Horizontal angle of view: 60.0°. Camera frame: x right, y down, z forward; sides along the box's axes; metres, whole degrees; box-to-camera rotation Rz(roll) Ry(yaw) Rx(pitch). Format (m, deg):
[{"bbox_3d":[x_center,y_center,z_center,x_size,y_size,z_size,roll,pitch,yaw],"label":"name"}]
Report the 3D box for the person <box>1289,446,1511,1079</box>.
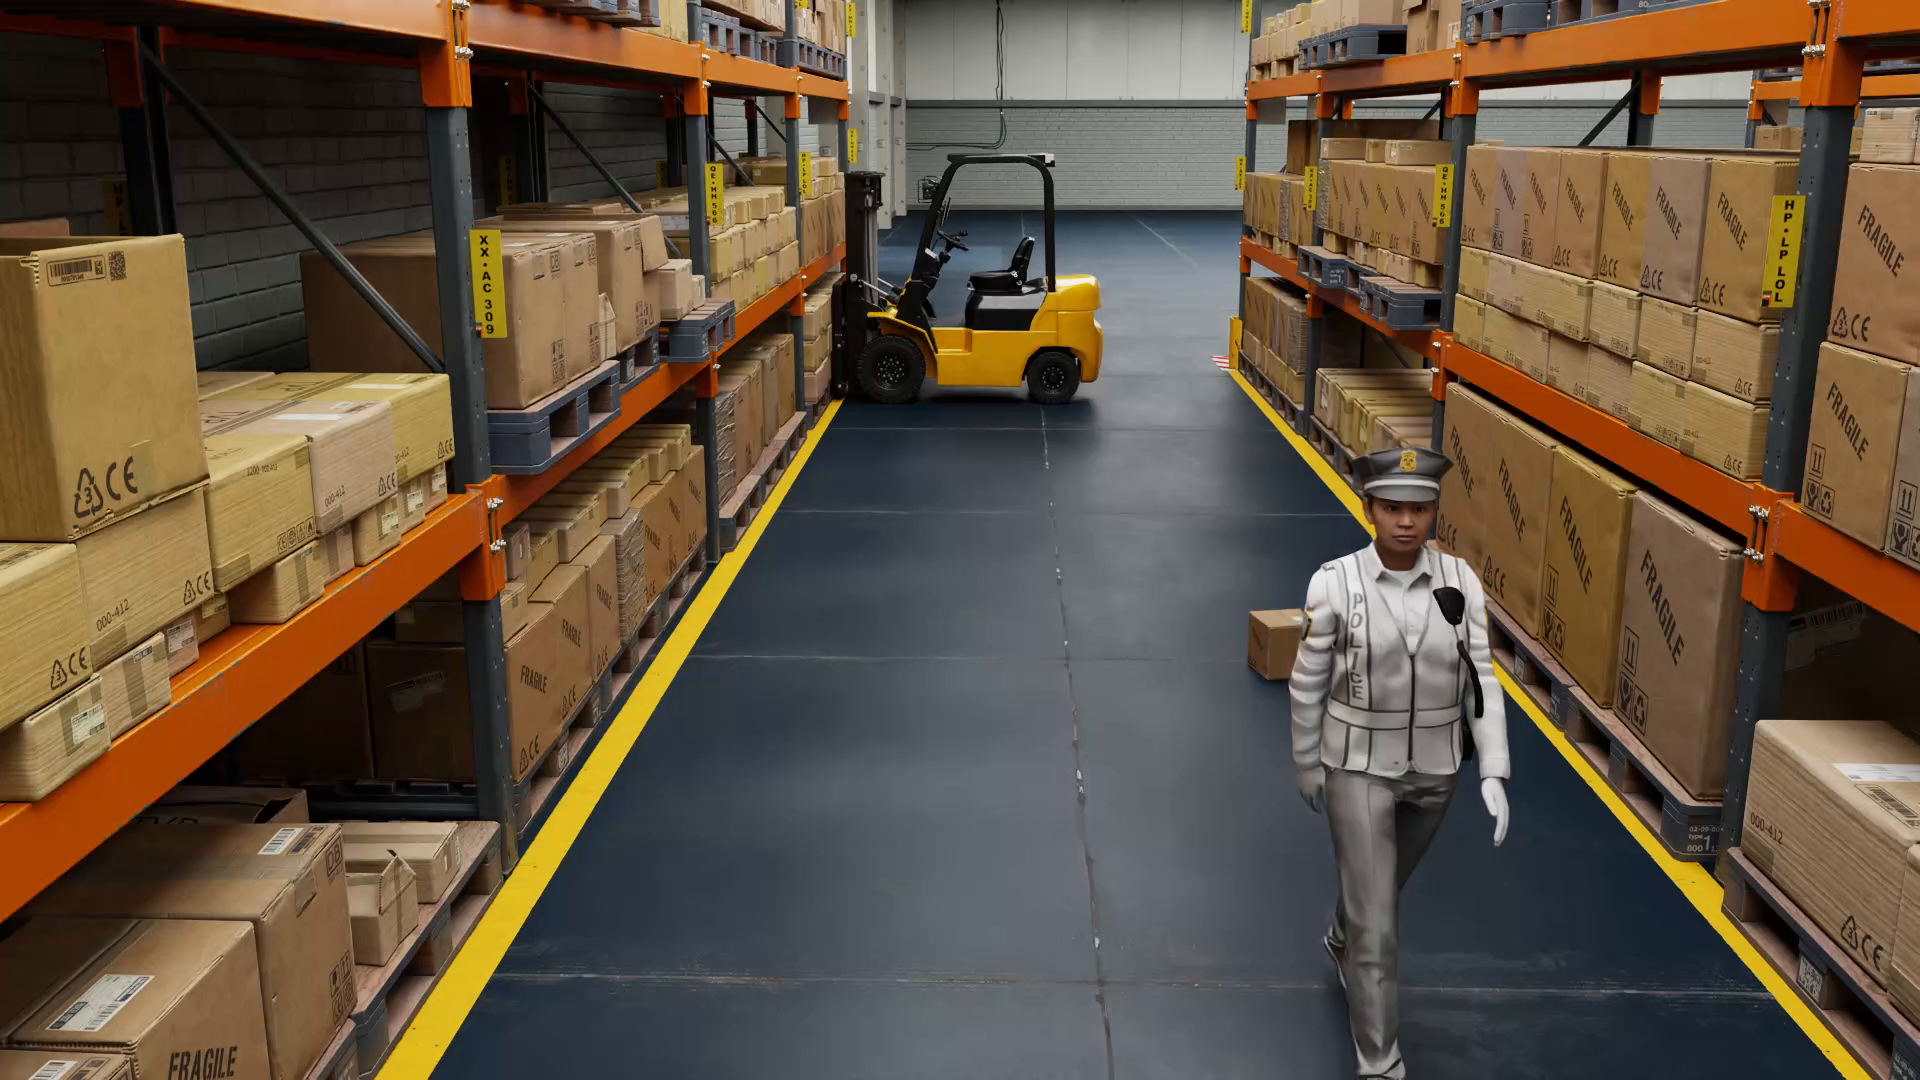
[{"bbox_3d":[1.098,0.567,4.159,0.489,1.638,1.001,-2,14,-6],"label":"person"}]
